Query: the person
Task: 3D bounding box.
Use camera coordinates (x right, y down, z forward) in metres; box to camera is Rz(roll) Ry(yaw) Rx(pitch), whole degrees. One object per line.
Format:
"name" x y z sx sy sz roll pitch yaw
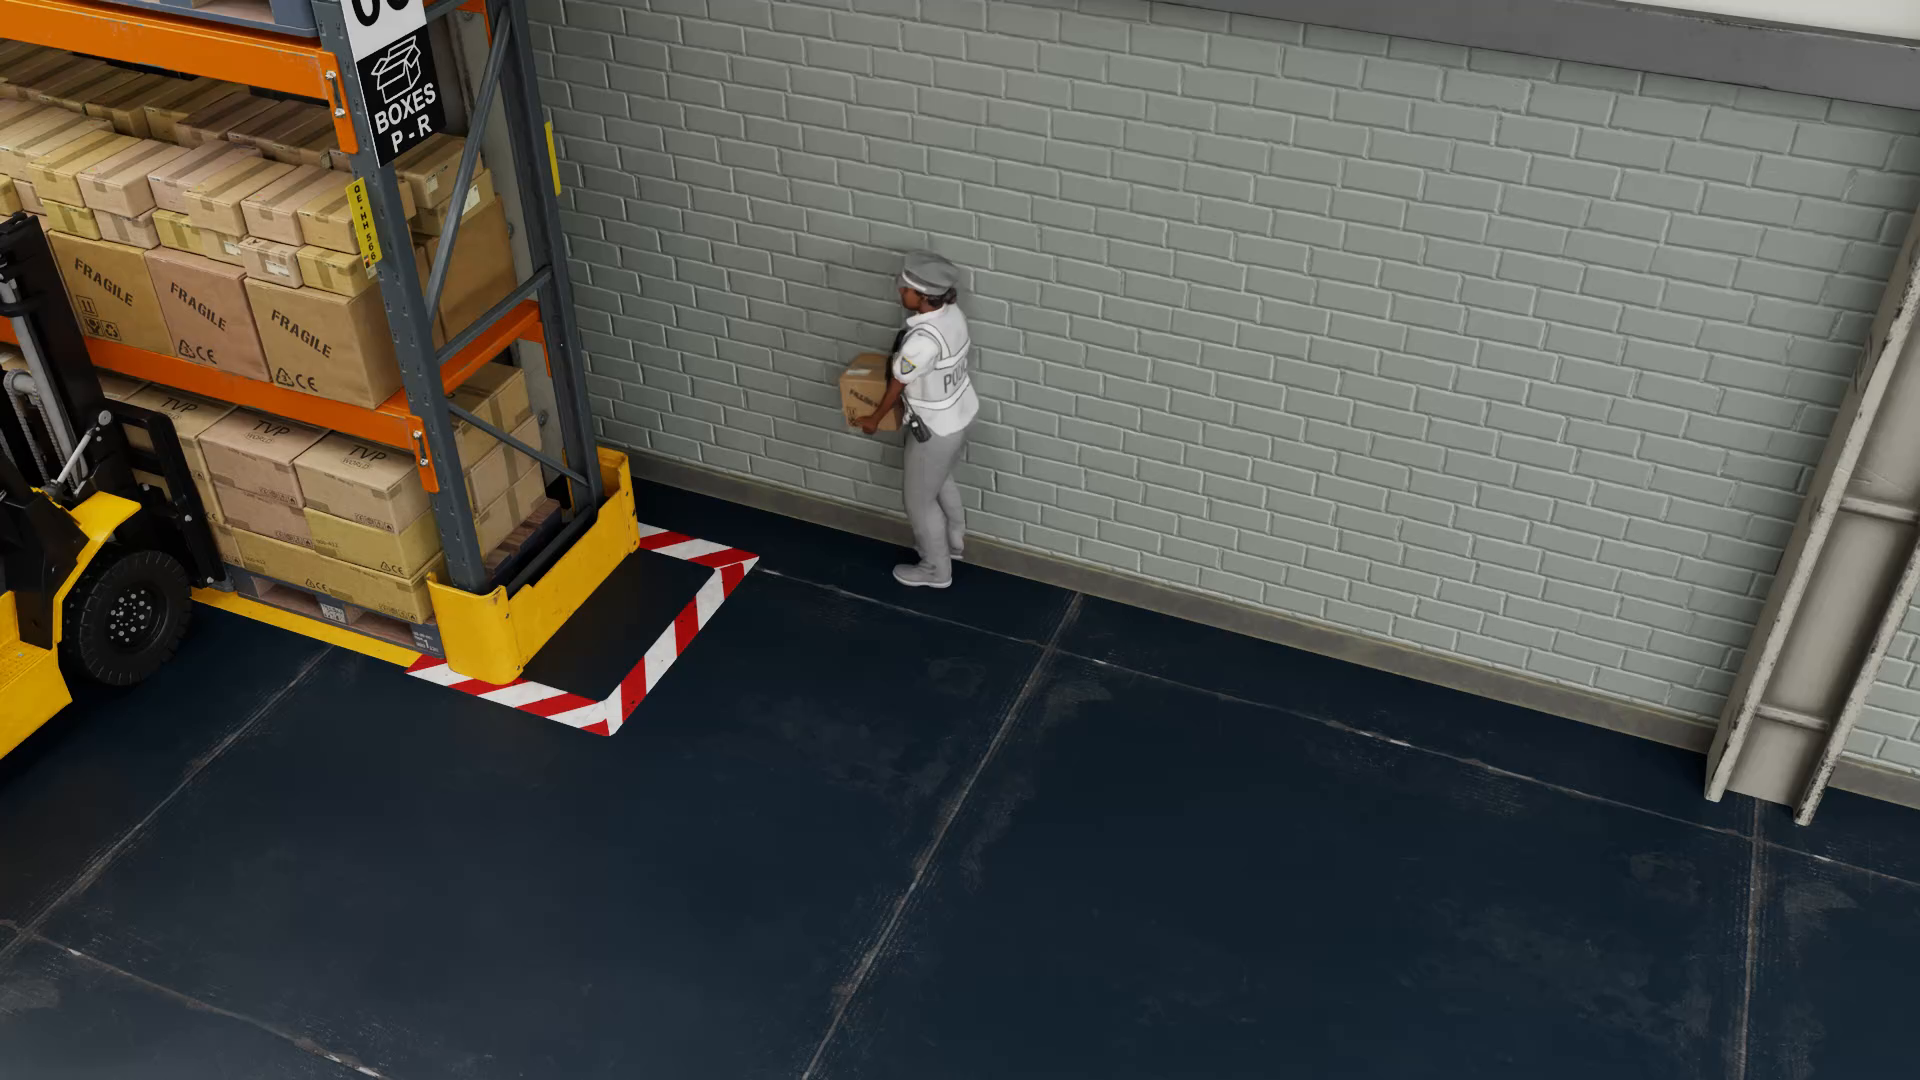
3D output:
"person" -0.191 -0.545 7.514 0.531 1.683 0.416 13 40 17
